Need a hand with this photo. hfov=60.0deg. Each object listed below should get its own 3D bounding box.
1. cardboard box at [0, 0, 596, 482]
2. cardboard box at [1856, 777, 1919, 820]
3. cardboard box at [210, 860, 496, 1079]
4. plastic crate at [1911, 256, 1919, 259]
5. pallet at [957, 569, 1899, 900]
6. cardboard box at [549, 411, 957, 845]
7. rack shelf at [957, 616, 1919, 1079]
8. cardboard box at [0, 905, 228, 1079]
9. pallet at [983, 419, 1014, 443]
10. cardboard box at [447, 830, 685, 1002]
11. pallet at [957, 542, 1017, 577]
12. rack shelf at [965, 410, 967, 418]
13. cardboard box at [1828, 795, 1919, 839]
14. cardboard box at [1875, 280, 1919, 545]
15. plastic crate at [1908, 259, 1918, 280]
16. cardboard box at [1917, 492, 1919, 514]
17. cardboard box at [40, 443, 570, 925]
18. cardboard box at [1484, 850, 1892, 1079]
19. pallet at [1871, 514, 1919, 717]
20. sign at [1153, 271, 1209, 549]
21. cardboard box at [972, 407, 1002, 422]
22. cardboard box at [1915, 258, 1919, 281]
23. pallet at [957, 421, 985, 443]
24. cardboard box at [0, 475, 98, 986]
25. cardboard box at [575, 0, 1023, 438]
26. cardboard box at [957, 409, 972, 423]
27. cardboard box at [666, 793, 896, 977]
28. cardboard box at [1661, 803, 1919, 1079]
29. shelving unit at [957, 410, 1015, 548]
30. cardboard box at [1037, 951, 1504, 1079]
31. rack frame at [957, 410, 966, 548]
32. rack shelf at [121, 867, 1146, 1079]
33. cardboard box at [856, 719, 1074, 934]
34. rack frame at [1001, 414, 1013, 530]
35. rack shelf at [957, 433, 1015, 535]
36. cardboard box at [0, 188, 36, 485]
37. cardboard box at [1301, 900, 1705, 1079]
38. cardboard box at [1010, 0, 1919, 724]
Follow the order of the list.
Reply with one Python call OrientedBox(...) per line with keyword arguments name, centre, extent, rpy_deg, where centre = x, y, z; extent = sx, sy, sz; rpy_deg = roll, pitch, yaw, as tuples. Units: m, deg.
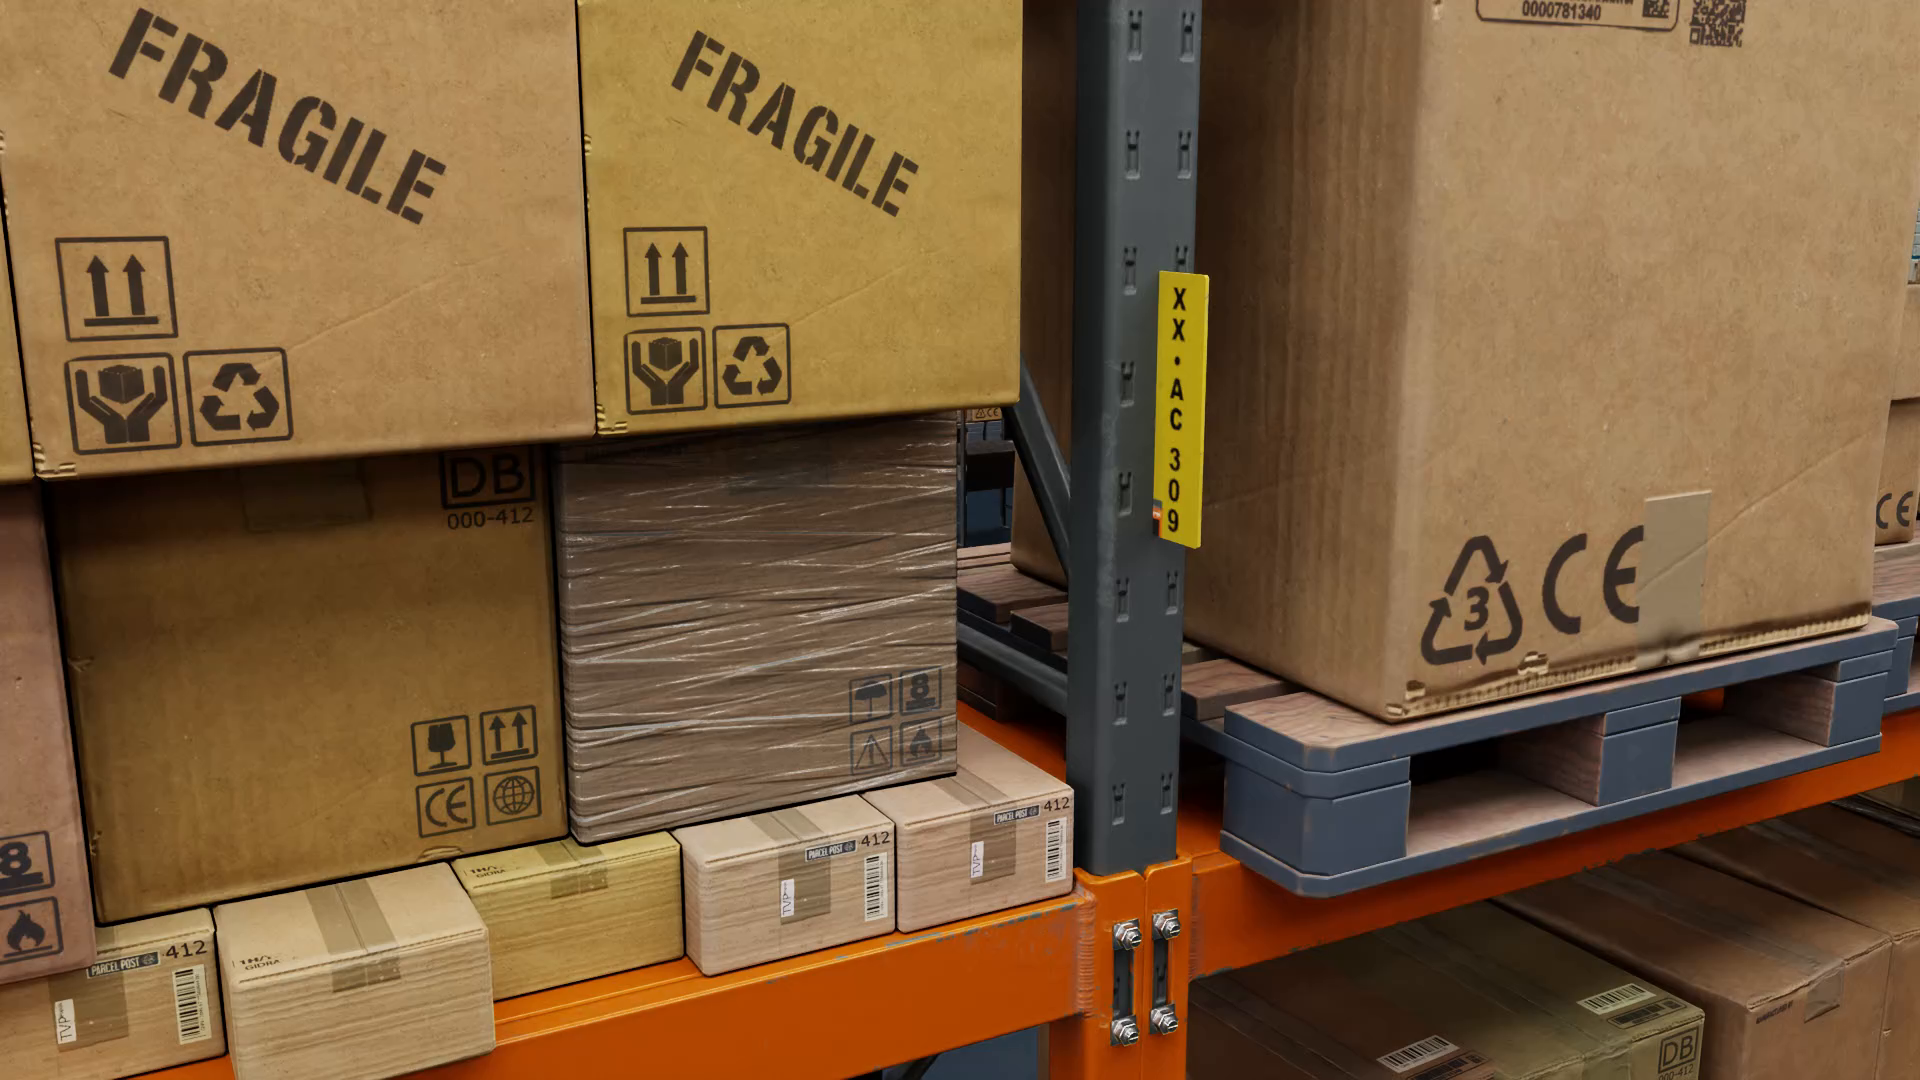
OrientedBox(name="cardboard box", centre=(-0.705, -0.367, 1.726), extent=(0.500, 0.500, 0.500), rpy_deg=(-7, 14, -28))
OrientedBox(name="cardboard box", centre=(2.473, 0.514, 3.979), extent=(0.500, 0.250, 0.500), rpy_deg=(-5, 14, -22))
OrientedBox(name="cardboard box", centre=(-0.690, 0.450, 1.849), extent=(0.250, 0.149, 0.380), rpy_deg=(-7, 14, -28))
OrientedBox(name="plastic crate", centre=(7.203, -1.971, 12.282), extent=(0.300, 0.233, 0.416), rpy_deg=(-7, 14, -28))
OrientedBox(name="pallet", centre=(0.737, 0.203, 2.814), extent=(1.213, 0.211, 1.003), rpy_deg=(-7, 14, -28))
OrientedBox(name="cardboard box", centre=(-0.429, 0.003, 2.360), extent=(0.500, 0.500, 0.875), rpy_deg=(-7, 14, -28))
OrientedBox(name="rack shelf", centre=(1.752, 0.302, 3.574), extent=(4.000, 0.370, 1.077), rpy_deg=(-7, 14, -28))
OrientedBox(name="cardboard box", centre=(-0.973, 0.451, 1.846), extent=(0.250, 0.149, 0.380), rpy_deg=(-7, 14, -28))
OrientedBox(name="pallet", centre=(0.507, -1.007, 14.104), extent=(1.213, 0.211, 1.003), rpy_deg=(-7, 14, -28))
OrientedBox(name="cardboard box", centre=(-0.524, 0.402, 2.062), extent=(0.250, 0.149, 0.380), rpy_deg=(-7, 14, -28))
OrientedBox(name="pallet", centre=(0.435, 0.220, 8.649), extent=(1.213, 0.211, 1.003), rpy_deg=(-7, 14, -28))
OrientedBox(name="rack shelf", centre=(0.145, -1.028, 9.959), extent=(0.480, 0.518, 0.431), rpy_deg=(-7, 14, -28))
OrientedBox(name="cardboard box", centre=(2.448, 0.881, 4.056), extent=(0.500, 0.500, 0.700), rpy_deg=(-8, 15, -33))
OrientedBox(name="cardboard box", centre=(1.473, -0.294, 3.393), extent=(0.637, 0.503, 0.797), rpy_deg=(-5, 14, -22))
OrientedBox(name="plastic crate", centre=(6.073, -1.731, 11.104), extent=(0.530, 0.282, 0.437), rpy_deg=(-7, 14, -28))
OrientedBox(name="cardboard box", centre=(2.173, -0.171, 3.388), extent=(0.258, 0.266, 0.396), rpy_deg=(-7, 15, -29))
OrientedBox(name="cardboard box", centre=(-0.884, 0.049, 2.156), extent=(0.500, 0.500, 0.875), rpy_deg=(-7, 14, -28))
OrientedBox(name="cardboard box", centre=(1.464, 1.000, 3.524), extent=(0.500, 0.500, 0.700), rpy_deg=(-8, 15, -33))
OrientedBox(name="pallet", centre=(1.789, 0.050, 3.491), extent=(1.213, 0.211, 1.003), rpy_deg=(-7, 14, -28))
OrientedBox(name="sign", centre=(0.263, -0.157, 2.004), extent=(0.005, 0.325, 0.100), rpy_deg=(-7, 14, -28))
OrientedBox(name="cardboard box", centre=(0.200, -1.265, 13.589), extent=(0.500, 0.500, 0.500), rpy_deg=(-7, 14, -29))
OrientedBox(name="cardboard box", centre=(2.610, -0.371, 3.740), extent=(0.500, 0.500, 0.700), rpy_deg=(-5, 13, -20))
OrientedBox(name="pallet", centre=(-0.563, -0.880, 13.538), extent=(1.213, 0.211, 1.003), rpy_deg=(-7, 14, -28))
OrientedBox(name="cardboard box", centre=(-1.275, 0.121, 1.836), extent=(0.500, 0.500, 0.875), rpy_deg=(-7, 14, -28))
OrientedBox(name="cardboard box", centre=(-0.267, -0.420, 1.961), extent=(0.500, 0.500, 0.500), rpy_deg=(-7, 14, -28))
OrientedBox(name="cardboard box", centre=(-0.243, -1.213, 13.359), extent=(0.500, 0.500, 0.500), rpy_deg=(-7, 15, -30))
OrientedBox(name="cardboard box", centre=(-0.276, 0.388, 2.127), extent=(0.250, 0.149, 0.380), rpy_deg=(-7, 14, -28))
OrientedBox(name="cardboard box", centre=(1.953, 0.941, 3.785), extent=(0.500, 0.500, 0.700), rpy_deg=(-6, 14, -23))
OrientedBox(name="shelving unit", centre=(0.145, -1.042, 9.956), extent=(0.503, 2.100, 0.431), rpy_deg=(-7, 14, -28))
OrientedBox(name="cardboard box", centre=(0.545, 1.106, 3.055), extent=(0.500, 0.500, 0.700), rpy_deg=(-8, 15, -32))
OrientedBox(name="rack frame", centre=(-0.069, -1.016, 9.842), extent=(0.015, 2.100, 0.400), rpy_deg=(-7, 14, -28))
OrientedBox(name="rack shelf", centre=(-1.759, 0.723, 1.705), extent=(4.000, 0.370, 1.077), rpy_deg=(-7, 14, -28))
OrientedBox(name="cardboard box", centre=(-0.052, 0.363, 2.236), extent=(0.250, 0.149, 0.380), rpy_deg=(-7, 14, -28))
OrientedBox(name="rack frame", centre=(0.359, -1.067, 10.070), extent=(0.015, 2.100, 0.400), rpy_deg=(-7, 14, -28))
OrientedBox(name="rack shelf", centre=(0.145, -0.346, 10.113), extent=(0.480, 0.518, 0.431), rpy_deg=(-7, 14, -28))
OrientedBox(name="cardboard box", centre=(-1.145, -0.315, 1.493), extent=(0.500, 0.500, 0.500), rpy_deg=(-7, 14, -28))
OrientedBox(name="cardboard box", centre=(0.973, 1.059, 3.262), extent=(0.500, 0.500, 0.700), rpy_deg=(-7, 14, -28))
OrientedBox(name="cardboard box", centre=(0.761, -0.393, 2.700), extent=(1.000, 1.000, 1.000), rpy_deg=(-7, 14, -27))
